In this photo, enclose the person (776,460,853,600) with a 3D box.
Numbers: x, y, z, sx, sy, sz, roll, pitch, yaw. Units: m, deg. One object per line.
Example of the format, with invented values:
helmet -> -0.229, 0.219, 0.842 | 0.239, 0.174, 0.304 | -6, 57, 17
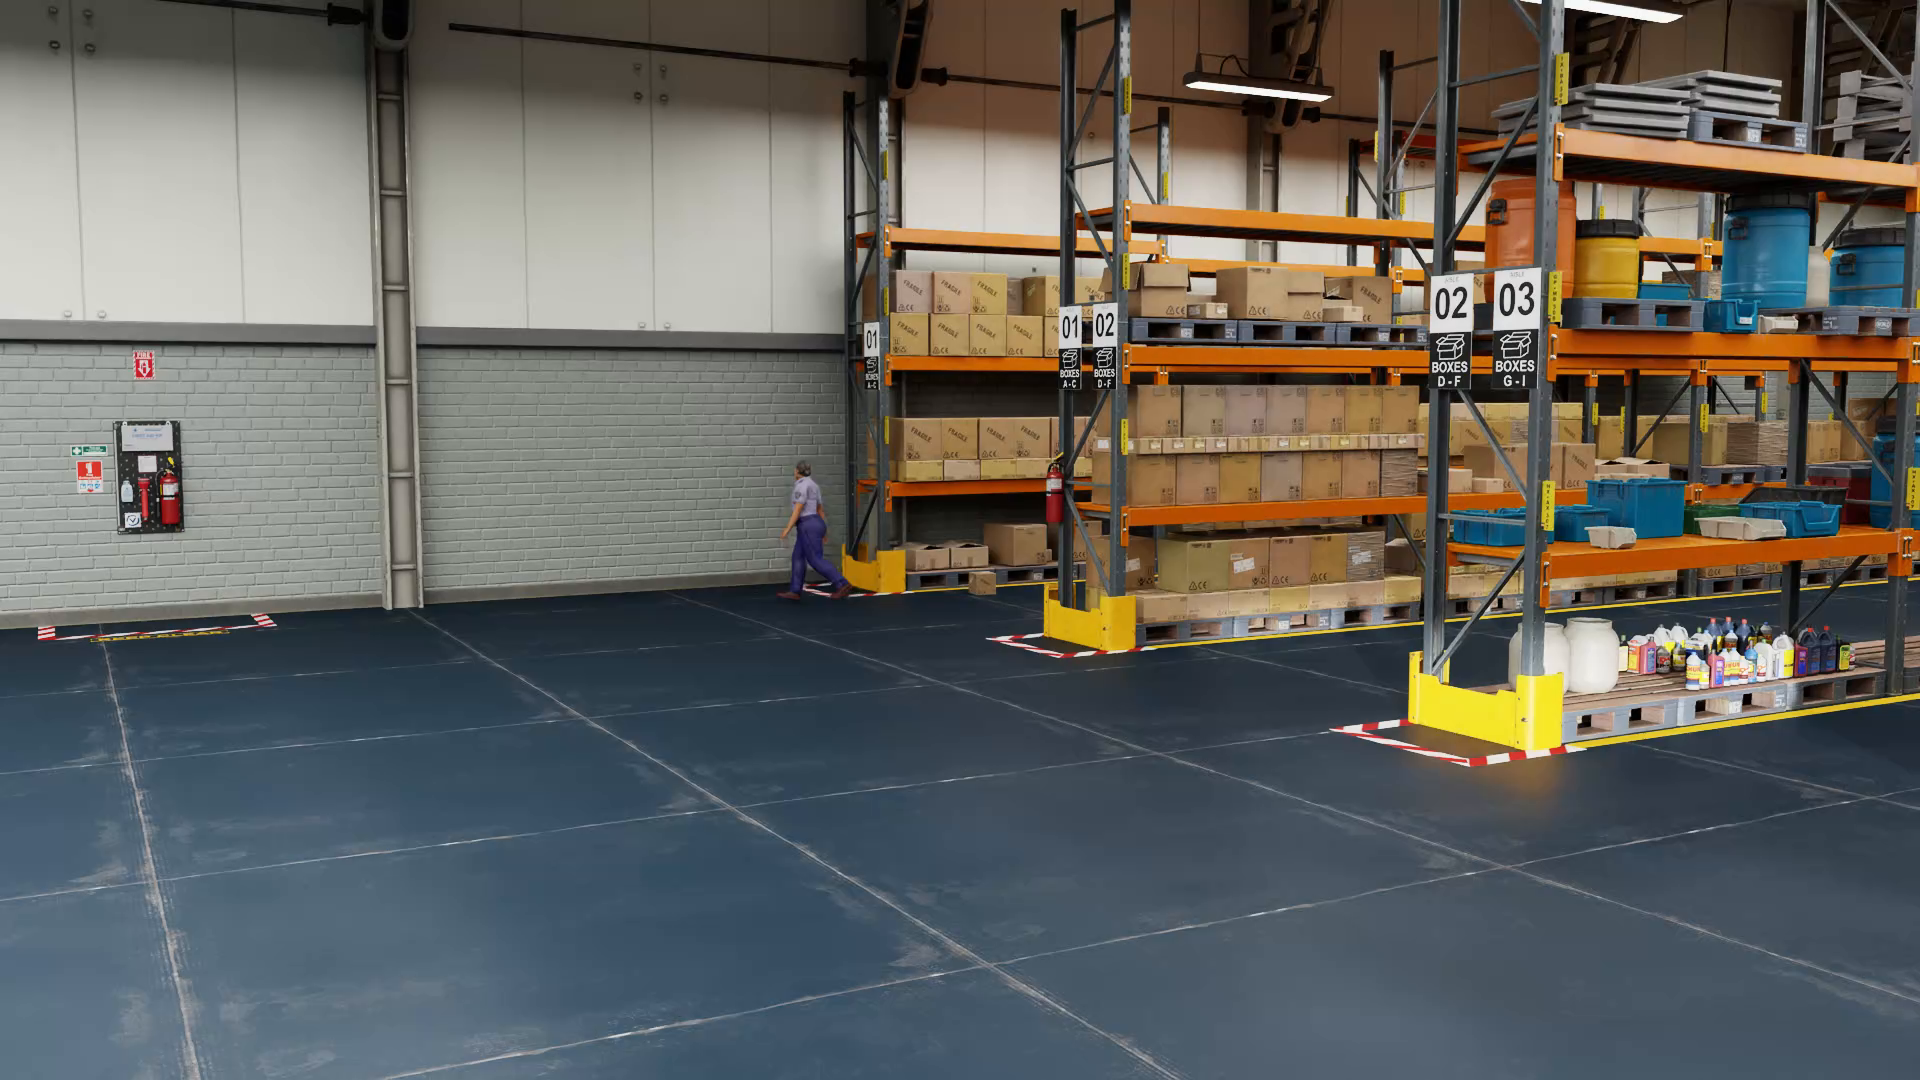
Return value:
person -> -1.647, -0.094, 18.810 | 0.951, 1.588, 0.567 | 1, 5, 14
